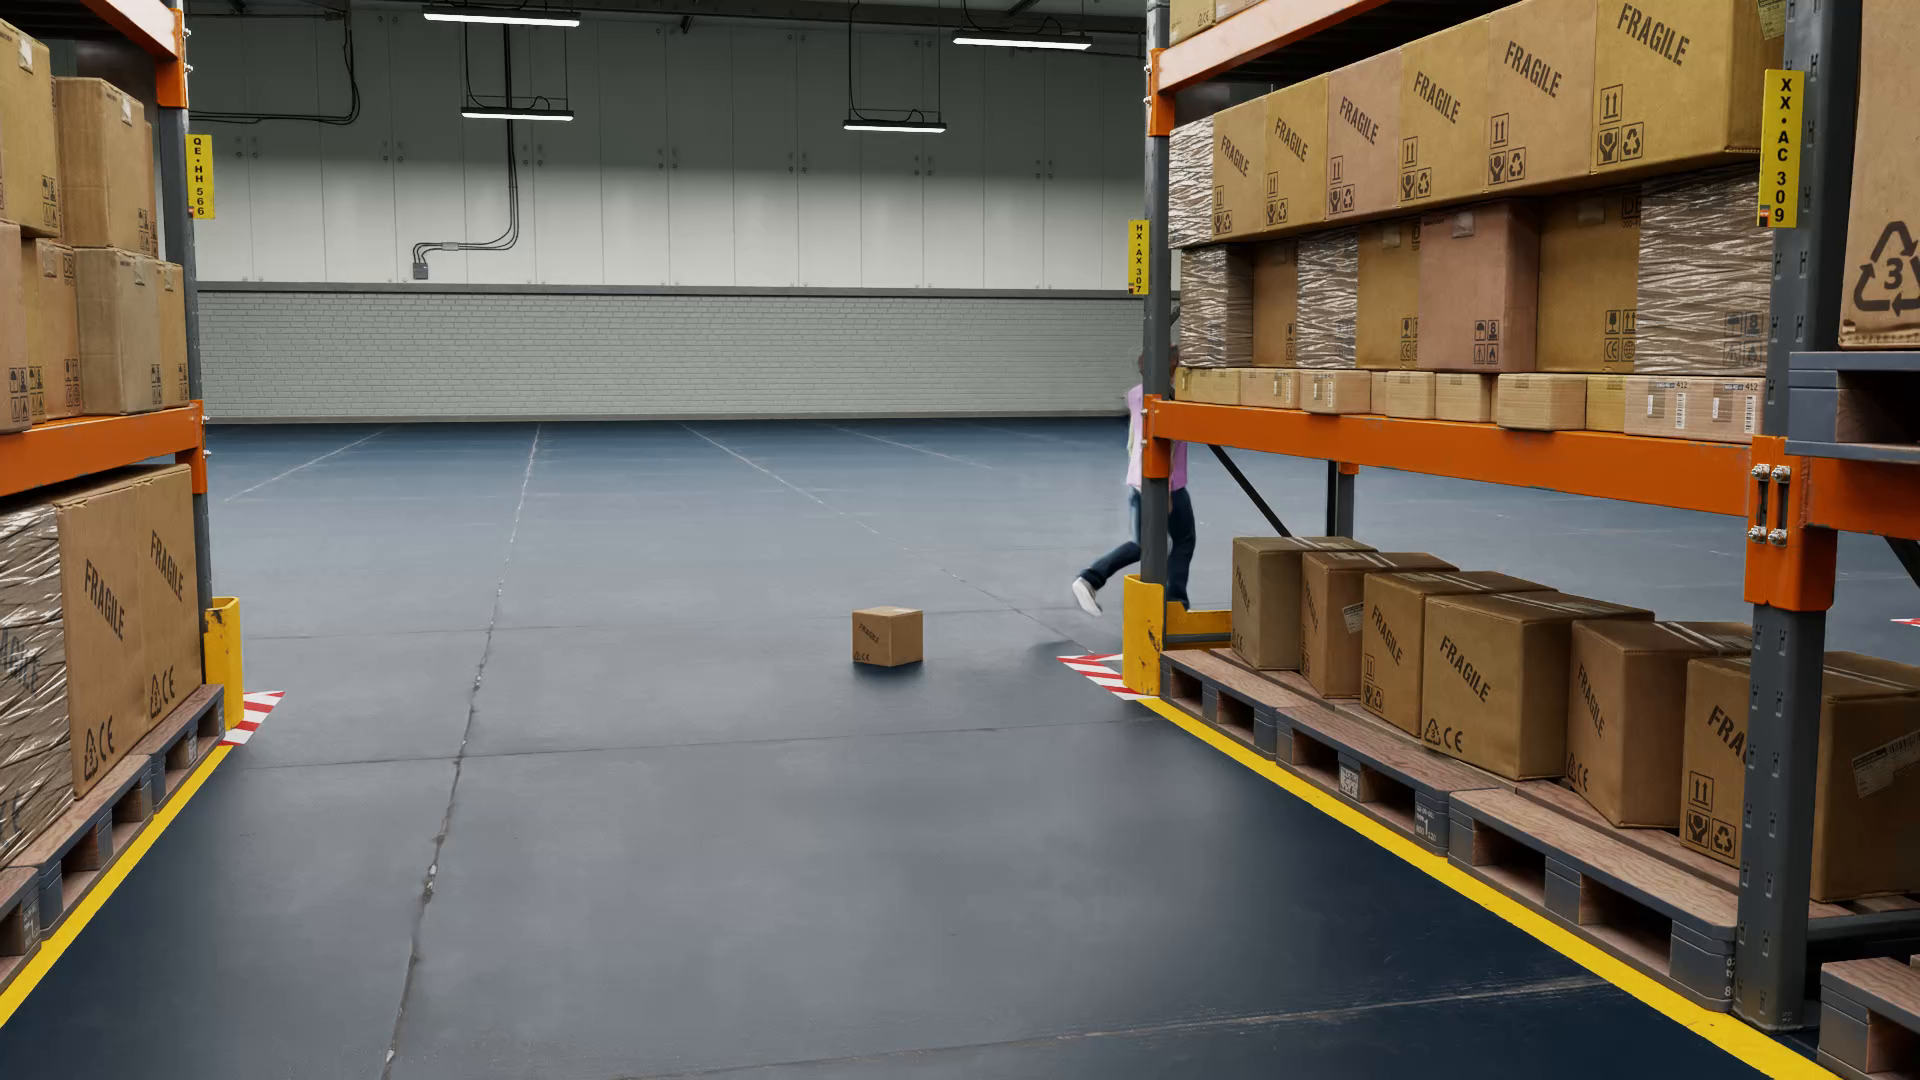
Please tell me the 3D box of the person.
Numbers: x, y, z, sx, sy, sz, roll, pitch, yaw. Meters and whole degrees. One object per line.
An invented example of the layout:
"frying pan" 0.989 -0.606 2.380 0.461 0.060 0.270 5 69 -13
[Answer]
"person" 0.999 -0.287 8.904 0.814 1.549 0.457 -3 7 -28
